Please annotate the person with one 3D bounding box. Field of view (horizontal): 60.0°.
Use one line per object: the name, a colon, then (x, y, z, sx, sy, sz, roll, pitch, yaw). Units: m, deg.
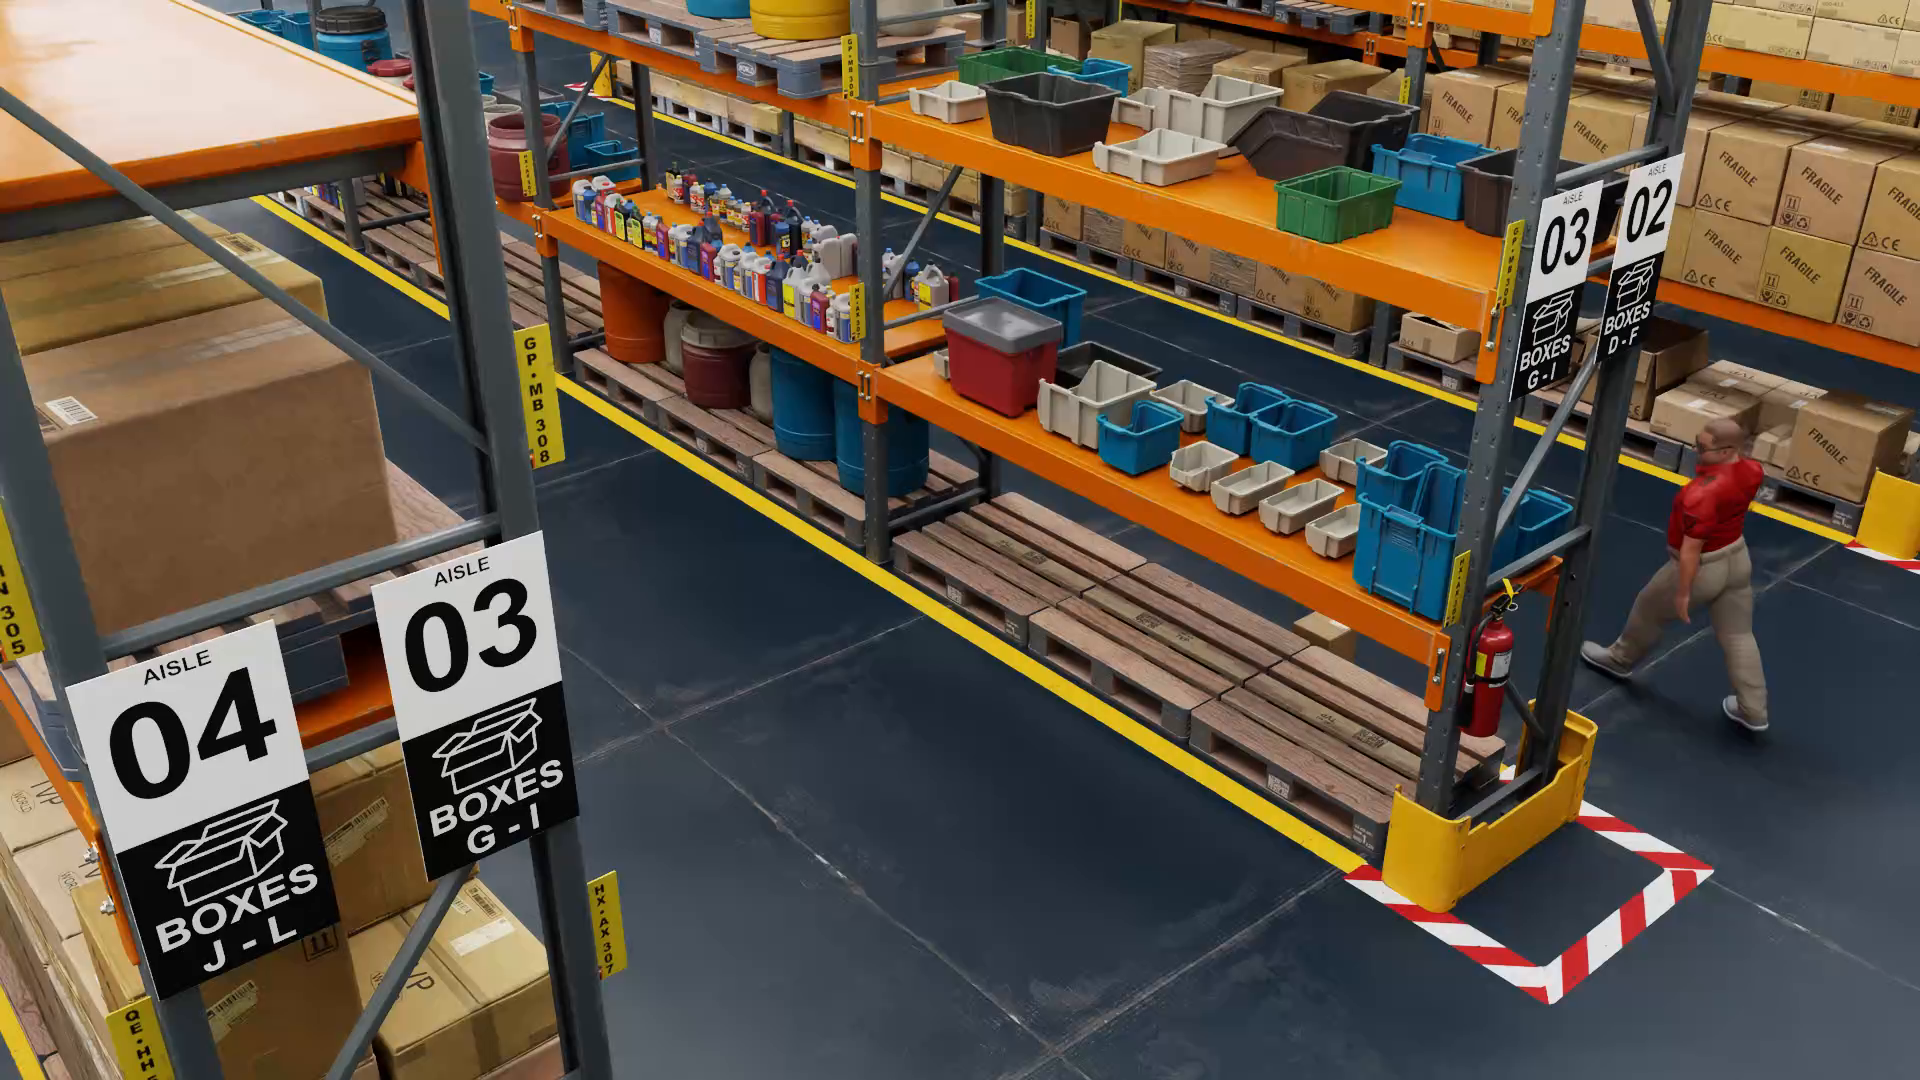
person: (3.745, 0.097, 8.461, 0.642, 1.655, 1.073, -13, 31, -23)
